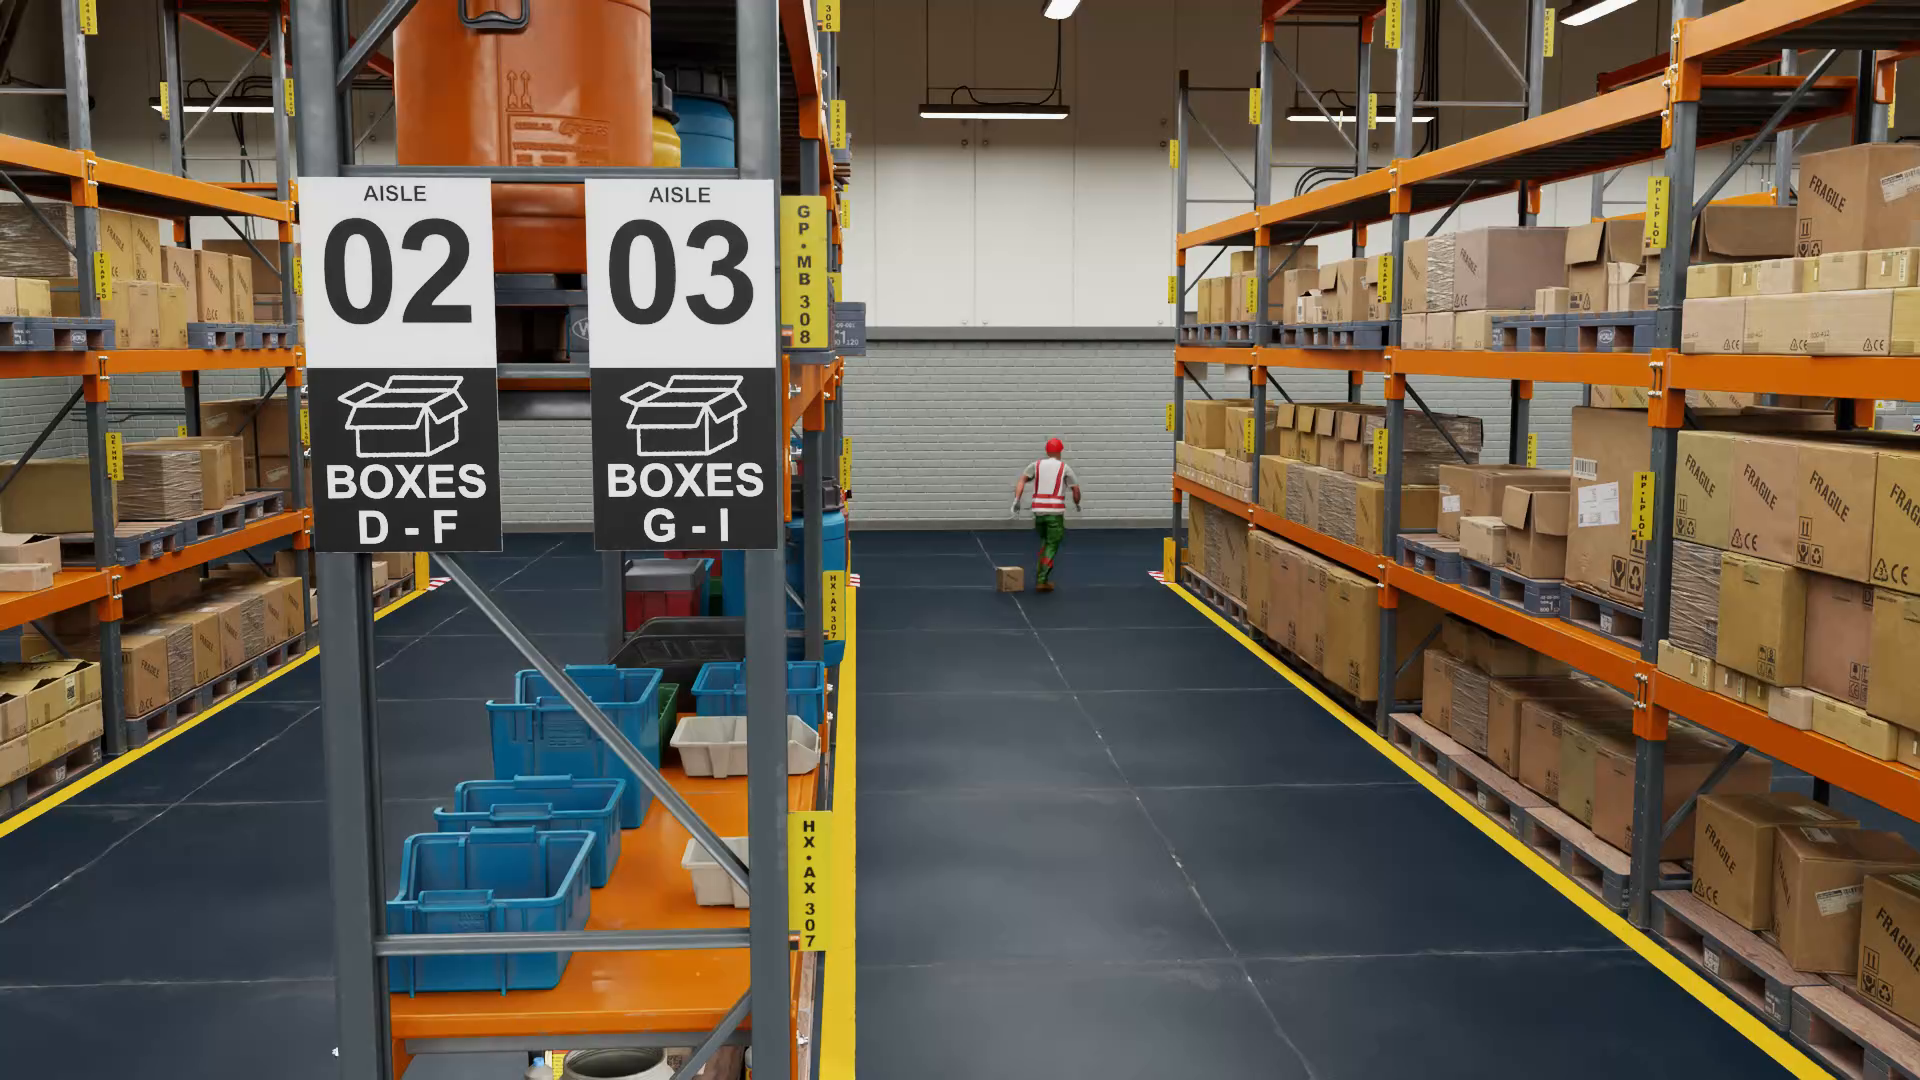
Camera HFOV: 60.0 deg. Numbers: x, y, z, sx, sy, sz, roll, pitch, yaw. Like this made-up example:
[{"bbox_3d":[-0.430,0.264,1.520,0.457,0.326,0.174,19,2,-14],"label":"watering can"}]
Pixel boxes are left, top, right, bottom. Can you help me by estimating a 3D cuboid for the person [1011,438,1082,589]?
[{"bbox_3d":[1.041,-0.290,19.388,0.713,1.797,0.800,3,8,27],"label":"person"}]
